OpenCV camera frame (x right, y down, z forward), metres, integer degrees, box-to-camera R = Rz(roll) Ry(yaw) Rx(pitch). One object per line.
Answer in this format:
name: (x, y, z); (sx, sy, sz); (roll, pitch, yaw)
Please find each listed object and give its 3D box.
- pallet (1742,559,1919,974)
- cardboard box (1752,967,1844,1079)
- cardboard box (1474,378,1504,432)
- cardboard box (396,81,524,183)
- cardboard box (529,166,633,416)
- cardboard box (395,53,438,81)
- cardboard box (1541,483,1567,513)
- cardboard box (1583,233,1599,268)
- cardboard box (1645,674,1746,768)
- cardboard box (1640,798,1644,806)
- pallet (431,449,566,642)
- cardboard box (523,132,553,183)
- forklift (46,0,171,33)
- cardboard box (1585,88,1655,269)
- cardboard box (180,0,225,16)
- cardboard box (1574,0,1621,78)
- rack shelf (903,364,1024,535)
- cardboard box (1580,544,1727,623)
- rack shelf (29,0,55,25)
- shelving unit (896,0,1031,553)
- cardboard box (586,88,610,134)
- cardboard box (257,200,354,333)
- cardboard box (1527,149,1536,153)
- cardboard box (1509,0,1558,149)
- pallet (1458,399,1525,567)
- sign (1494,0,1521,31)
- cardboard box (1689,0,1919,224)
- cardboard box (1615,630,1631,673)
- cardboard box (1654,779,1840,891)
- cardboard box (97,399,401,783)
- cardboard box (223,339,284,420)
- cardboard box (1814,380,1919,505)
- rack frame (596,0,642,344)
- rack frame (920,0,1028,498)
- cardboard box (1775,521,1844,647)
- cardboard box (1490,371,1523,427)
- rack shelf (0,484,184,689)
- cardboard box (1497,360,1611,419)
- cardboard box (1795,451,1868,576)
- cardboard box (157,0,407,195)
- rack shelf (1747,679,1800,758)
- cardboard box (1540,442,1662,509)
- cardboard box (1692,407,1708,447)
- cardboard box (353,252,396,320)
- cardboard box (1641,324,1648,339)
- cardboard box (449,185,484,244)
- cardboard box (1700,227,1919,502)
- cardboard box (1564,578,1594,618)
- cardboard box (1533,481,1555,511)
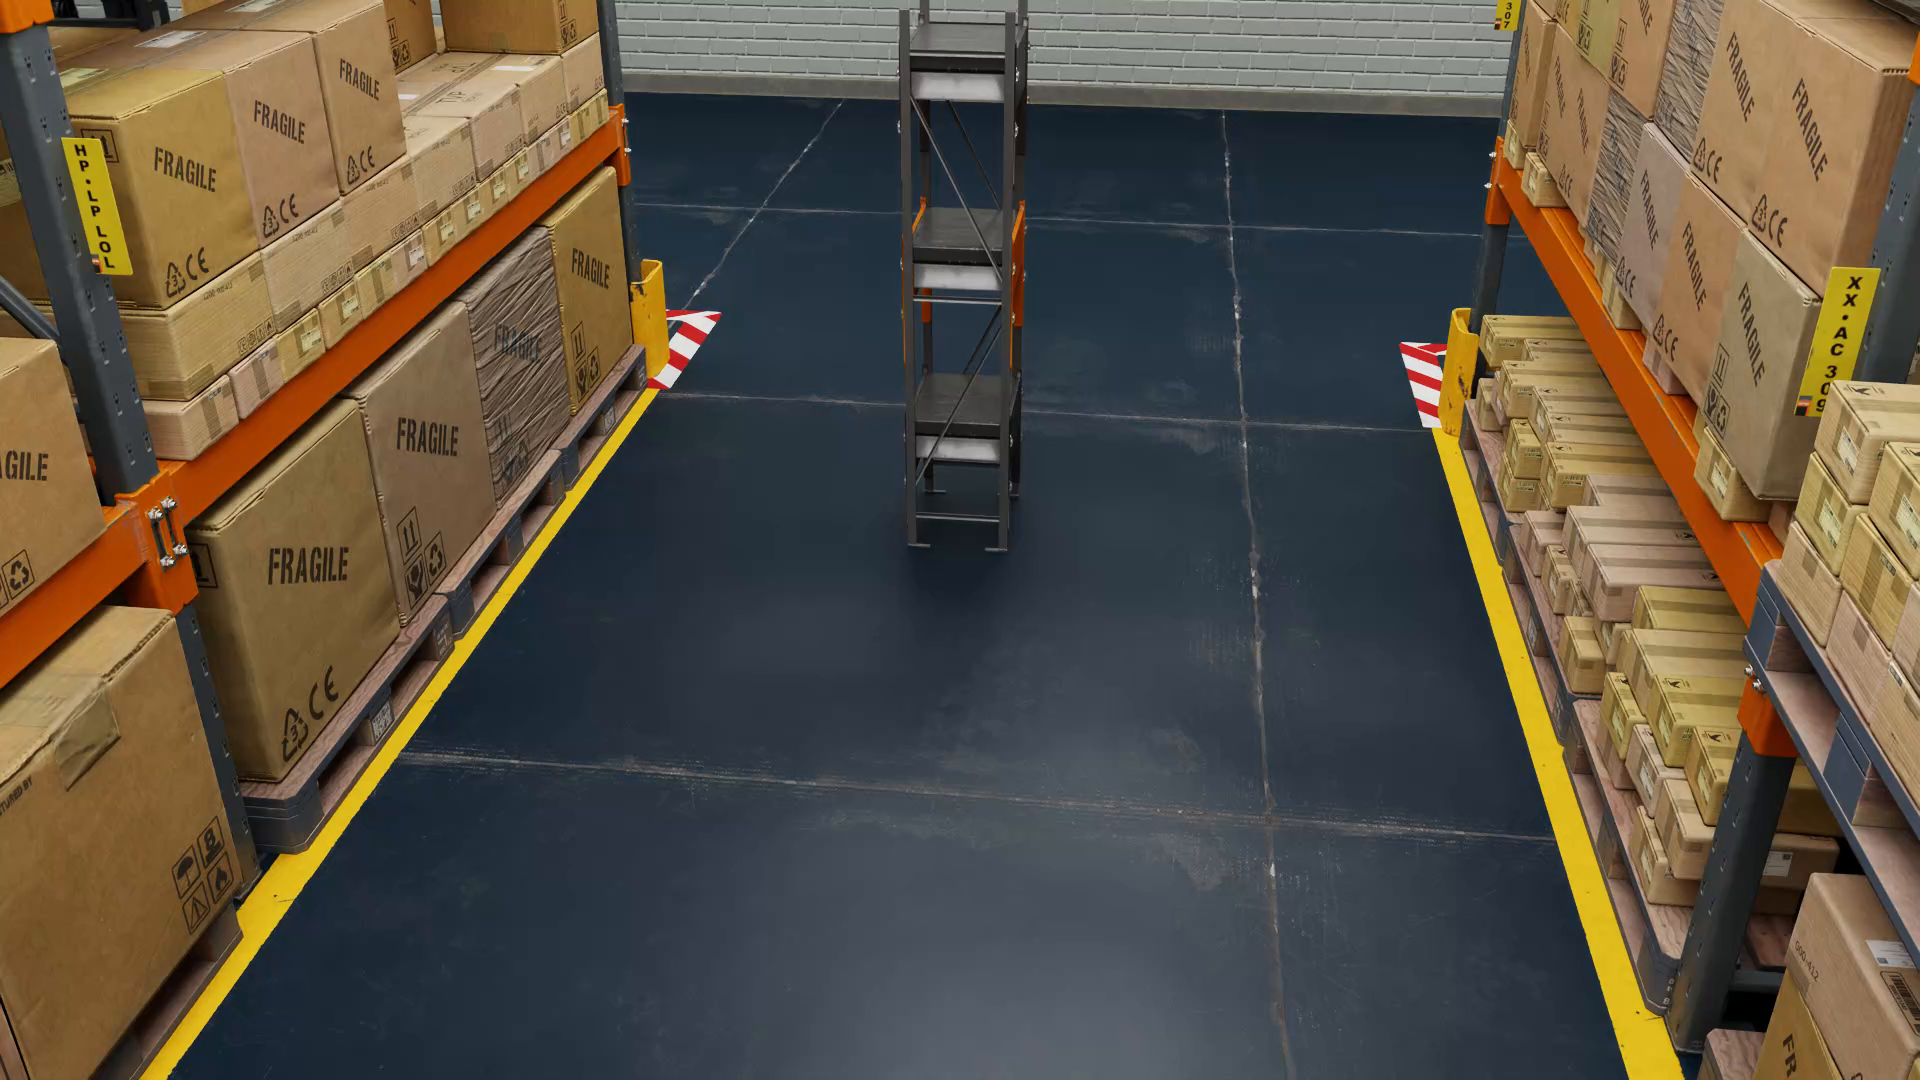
pallet: (2.110, 0.441, 2.971); (1.003, 0.211, 1.213); (3, 28, 6)
cardboard box: (1.994, 1.253, 3.454); (0.500, 0.500, 0.500); (4, 29, 8)
cardboard box: (2.456, -0.579, 7.226); (0.380, 0.149, 0.250); (4, 29, 7)
cardboard box: (-1.993, -1.556, 6.321); (0.500, 0.250, 0.500); (2, 28, 4)
cardboard box: (-2.071, -1.157, 7.532); (0.875, 0.875, 0.875); (3, 28, 6)
cardboard box: (-2.456, -1.823, 6.815); (0.500, 0.250, 0.500); (3, 28, 6)
cardboard box: (2.410, -0.216, 6.237); (0.380, 0.149, 0.250); (2, 28, 4)
cardboard box: (2.385, -1.017, 5.740); (0.380, 0.149, 0.250); (3, 28, 5)
cardboard box: (2.125, 0.509, 4.579); (0.380, 0.149, 0.250); (4, 29, 7)
cardboard box: (2.172, 0.754, 4.751); (0.380, 0.149, 0.250); (4, 29, 8)
pallet: (-2.245, -0.032, 6.587); (1.003, 0.211, 1.213); (3, 28, 6)
cardboard box: (-1.883, -1.557, 6.743); (0.380, 0.149, 0.250); (4, 29, 7)
forklift: (-4.428, -2.235, 7.809); (1.130, 2.935, 3.031); (1, 28, 3)
cardboard box: (2.339, -1.134, 5.273); (0.500, 0.500, 0.500); (3, 28, 5)
cardboard box: (-2.518, -1.919, 6.202); (0.500, 0.500, 0.500); (3, 28, 5)
cardboard box: (2.378, -1.815, 5.484); (0.500, 0.500, 0.500); (3, 28, 5)
rack shelf: (0.020, -0.374, 6.735); (0.431, 0.518, 0.480); (3, 28, 6)
cardboard box: (2.199, 0.140, 5.262); (0.380, 0.149, 0.250); (2, 28, 4)
rack shelf: (-2.317, -2.276, 5.407); (1.077, 0.370, 4.000); (3, 28, 6)
shelving unit: (0.020, -1.002, 6.397); (0.431, 2.100, 0.503); (3, 28, 6)
cardboard box: (-1.789, -1.916, 7.409); (0.380, 0.149, 0.250); (4, 29, 7)
cardboard box: (-2.179, -0.835, 4.982); (0.500, 0.250, 0.500); (3, 28, 6)
cardboard box: (2.483, -1.511, 6.657); (0.380, 0.149, 0.250); (4, 29, 8)
cardboard box: (2.509, -1.857, 6.616); (0.500, 0.500, 0.500); (5, 29, 9)
pallet: (2.694, -0.234, 6.961); (1.003, 0.211, 1.213); (3, 28, 6)
sign: (2.299, -2.290, 6.925); (0.100, 0.325, 0.005); (3, 28, 6)
cardboard box: (2.195, -1.090, 4.138); (0.500, 0.500, 0.500); (2, 28, 5)
cardboard box: (2.235, 0.410, 5.075); (0.380, 0.149, 0.250); (4, 29, 7)
cardboard box: (2.071, 0.778, 4.393); (0.380, 0.149, 0.250); (4, 29, 7)
cardboard box: (-2.402, 0.114, 5.173); (0.875, 0.875, 0.875); (3, 28, 6)
cardboard box: (-2.164, -0.463, 4.712); (0.380, 0.149, 0.250); (2, 28, 5)
cardboard box: (1.843, -0.172, 3.102); (0.380, 0.149, 0.250); (5, 29, 9)
rack frame: (-2.072, -2.213, 7.696); (1.000, 3.000, 0.127); (3, 28, 6)
rack frame: (0.050, -1.117, 6.610); (0.400, 2.100, 0.015); (3, 28, 6)
cardboard box: (1.843, 0.090, 3.243); (0.380, 0.149, 0.250); (2, 28, 4)
cardboard box: (2.429, -0.581, 6.915); (0.380, 0.149, 0.250); (3, 28, 6)
rack shelf: (-2.808, 0.928, 2.624); (1.077, 0.370, 4.000); (3, 28, 6)
cardboard box: (2.364, -0.594, 6.626); (0.380, 0.149, 0.250); (3, 28, 6)
cardboard box: (1.843, -0.041, 3.172); (0.380, 0.149, 0.250); (4, 29, 7)
cardboard box: (-2.123, -1.413, 5.263); (0.500, 0.500, 0.500); (2, 28, 5)
rack shelf: (2.103, 1.264, 2.001); (1.077, 0.370, 4.000); (3, 28, 6)
cardboard box: (2.295, -0.222, 5.935); (0.380, 0.149, 0.250); (4, 29, 7)
cardboard box: (2.166, -0.282, 4.376); (0.380, 0.149, 0.250); (4, 29, 8)
cardboard box: (-2.071, -0.832, 5.396); (0.380, 0.149, 0.250); (3, 28, 5)
cardboard box: (2.310, -0.648, 5.055); (0.380, 0.149, 0.250); (3, 28, 5)
cardboard box: (-1.977, -1.196, 6.073); (0.380, 0.149, 0.250); (4, 29, 7)
cardboard box: (2.127, -0.414, 3.936); (0.500, 0.500, 0.500); (3, 28, 6)
cardboard box: (2.283, 0.265, 5.658); (0.380, 0.149, 0.250); (4, 29, 7)
cardboard box: (2.405, -0.094, 6.326); (0.380, 0.149, 0.250); (3, 29, 6)
